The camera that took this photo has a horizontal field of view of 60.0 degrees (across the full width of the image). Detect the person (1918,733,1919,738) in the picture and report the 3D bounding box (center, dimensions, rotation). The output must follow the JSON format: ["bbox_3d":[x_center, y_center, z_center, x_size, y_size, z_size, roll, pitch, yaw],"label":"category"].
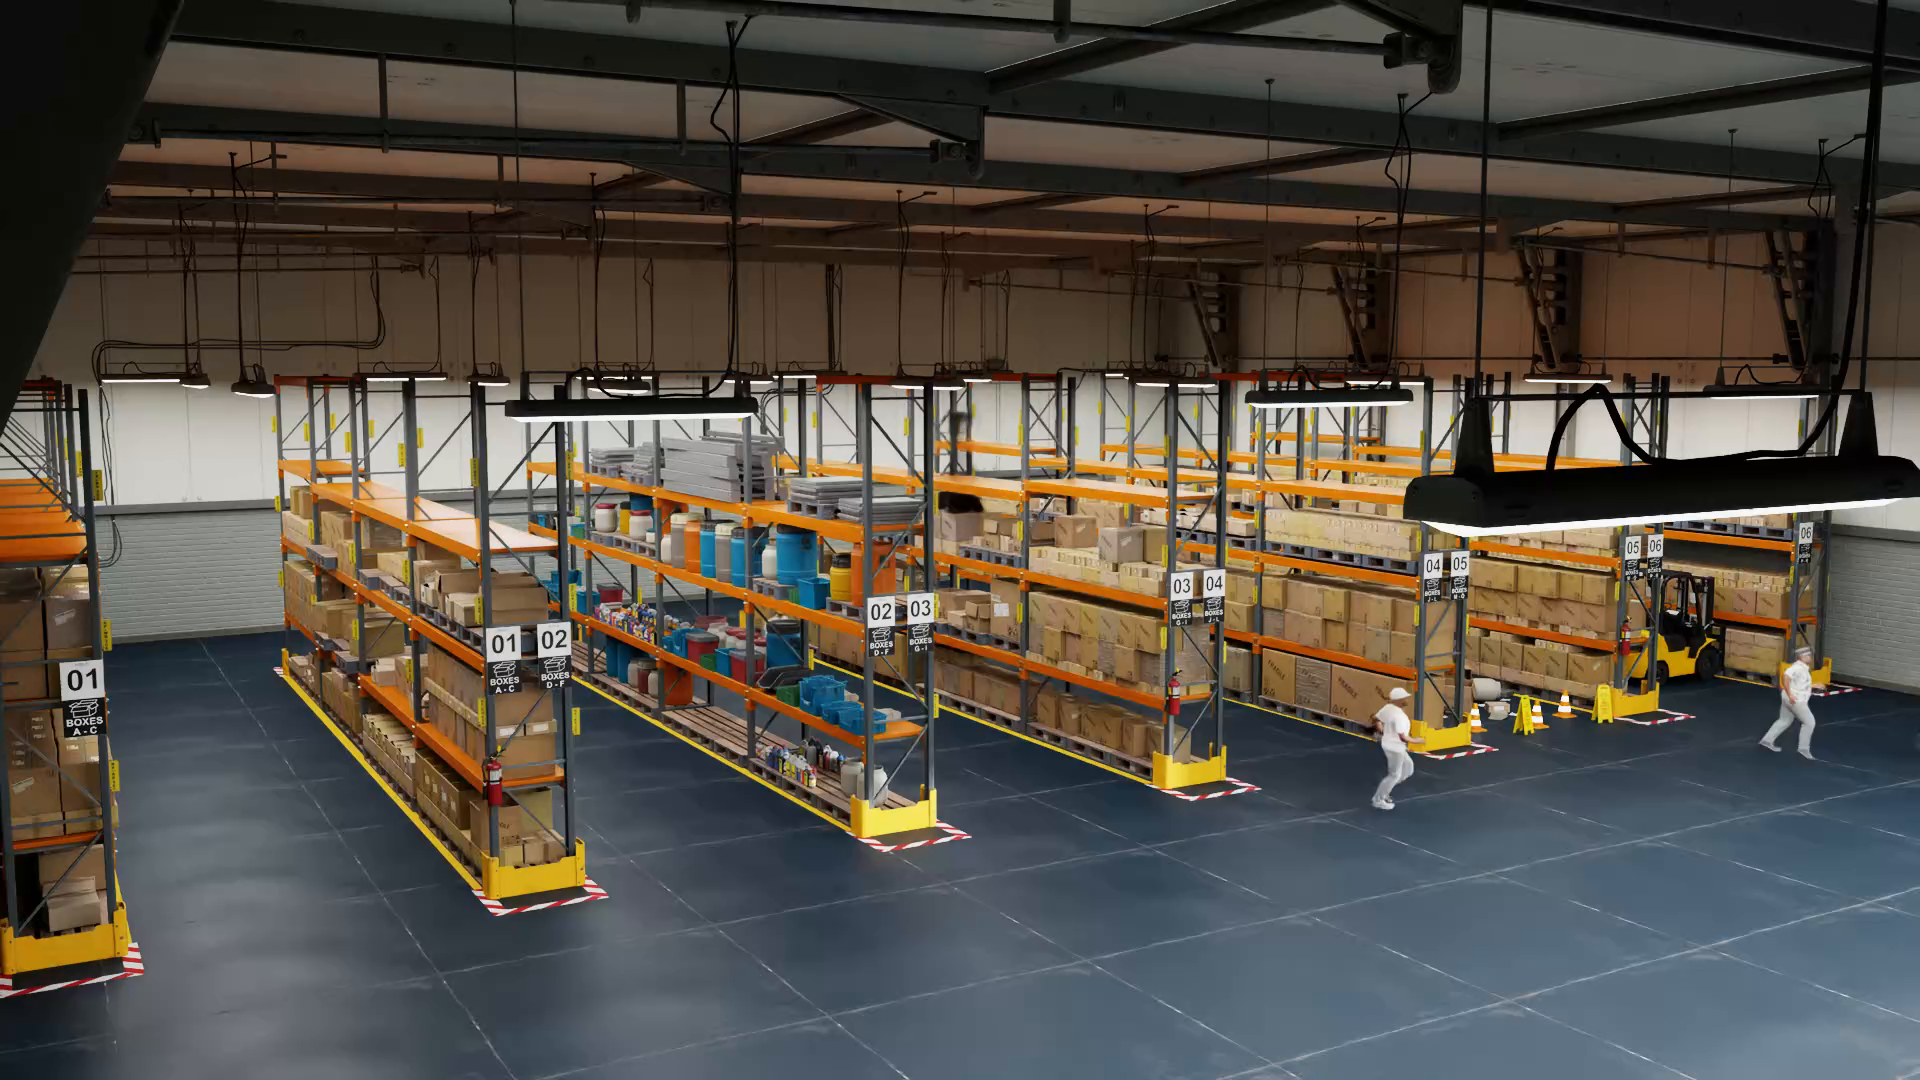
[{"bbox_3d":[15.566,2.664,26.016,0.939,1.726,0.662,4,8,34],"label":"person"}]

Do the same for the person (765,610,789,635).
[{"bbox_3d":[-3.313,1.925,30.874,0.612,1.606,0.492,-5,8,-38],"label":"person"}]

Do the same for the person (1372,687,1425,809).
[{"bbox_3d":[6.149,2.911,23.342,0.700,1.716,0.682,0,6,3],"label":"person"}]

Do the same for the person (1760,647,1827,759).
[{"bbox_3d":[13.287,2.592,26.451,0.903,1.831,0.586,2,7,17],"label":"person"}]
